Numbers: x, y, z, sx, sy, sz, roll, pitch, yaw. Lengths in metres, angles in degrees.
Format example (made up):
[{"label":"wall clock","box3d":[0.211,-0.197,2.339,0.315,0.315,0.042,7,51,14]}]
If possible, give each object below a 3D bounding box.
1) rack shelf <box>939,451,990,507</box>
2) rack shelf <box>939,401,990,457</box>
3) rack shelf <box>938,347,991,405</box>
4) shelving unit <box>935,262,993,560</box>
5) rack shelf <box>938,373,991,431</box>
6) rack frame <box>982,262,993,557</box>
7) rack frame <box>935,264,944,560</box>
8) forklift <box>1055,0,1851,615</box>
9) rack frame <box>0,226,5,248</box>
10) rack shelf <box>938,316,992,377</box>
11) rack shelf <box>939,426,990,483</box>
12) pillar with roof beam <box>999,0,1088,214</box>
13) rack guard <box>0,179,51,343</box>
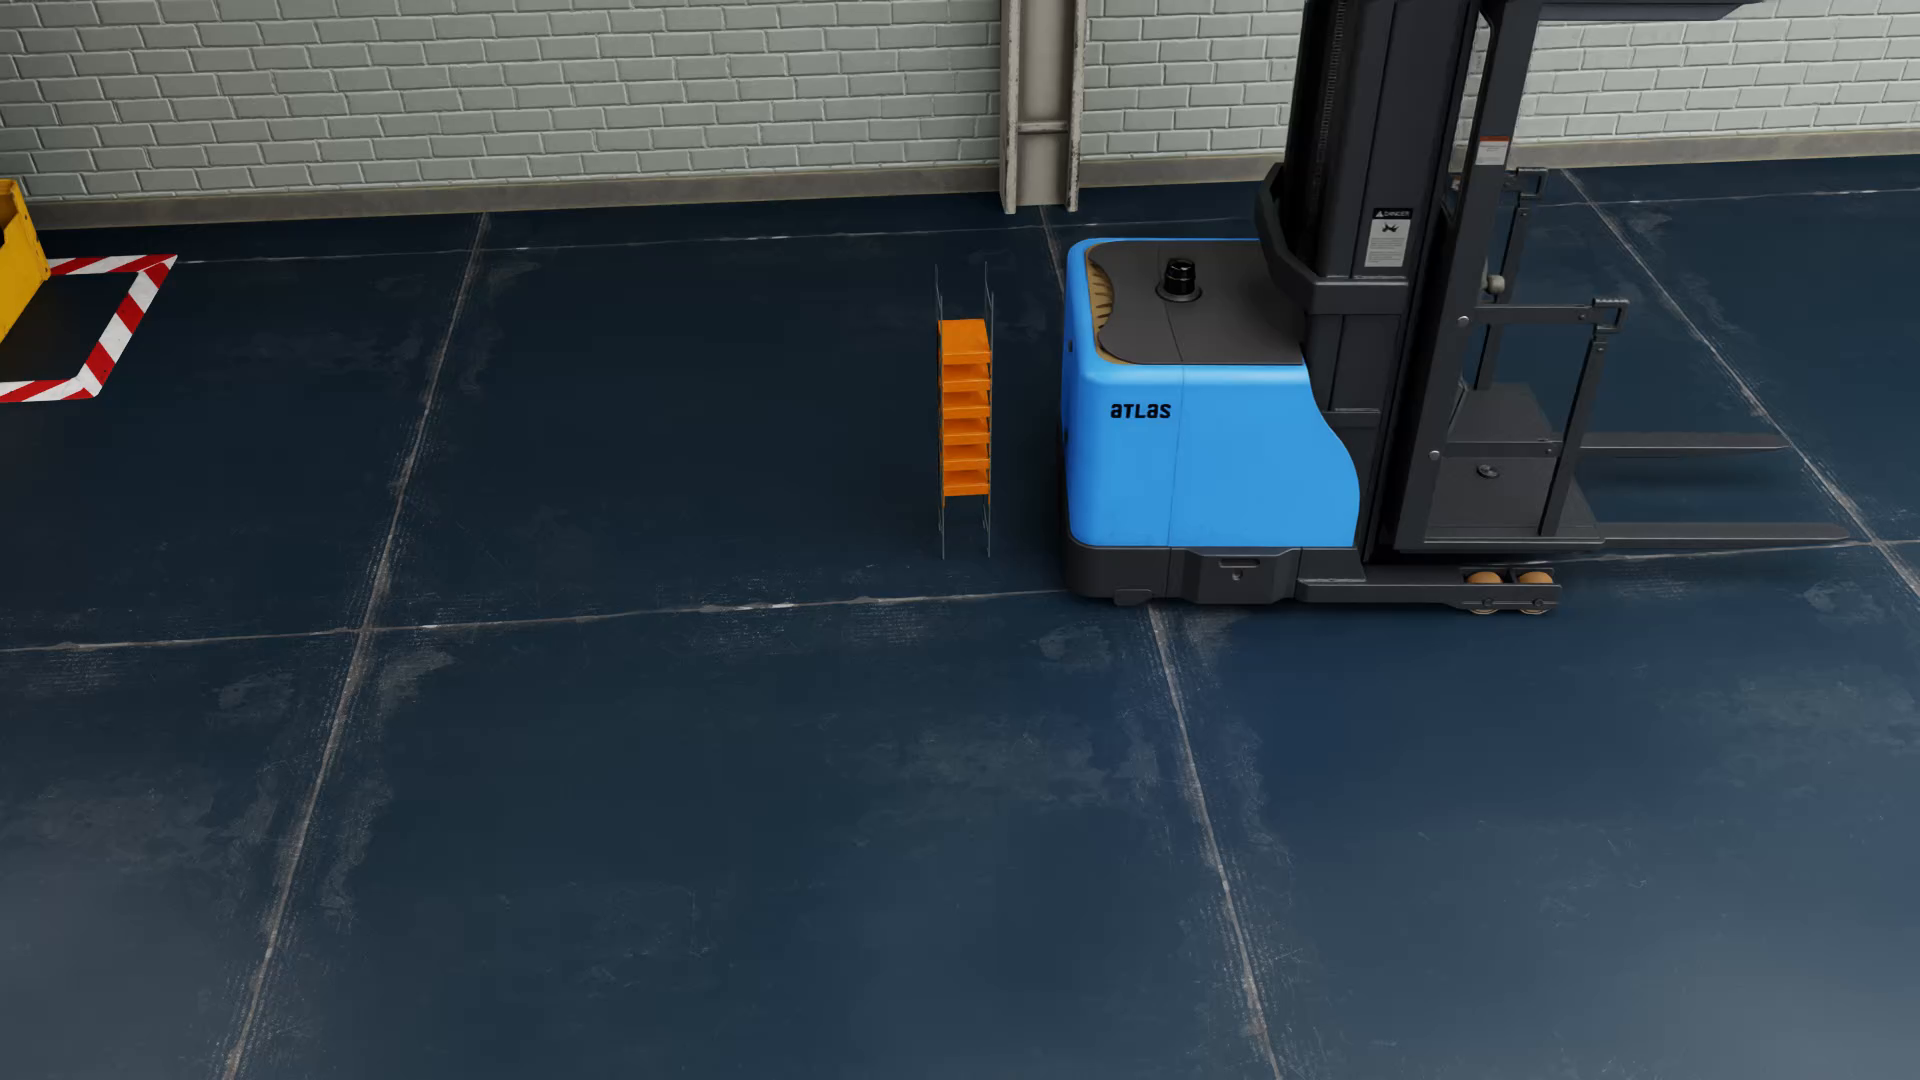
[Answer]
[{"label":"rack shelf","box3d":[0.014,-0.249,6.556,0.180,0.103,0.258,-3,38,-4]},{"label":"rack shelf","box3d":[0.014,-0.437,6.407,0.180,0.103,0.258,-3,38,-4]},{"label":"rack shelf","box3d":[0.014,-0.625,6.258,0.180,0.103,0.258,-3,38,-4]},{"label":"shelving unit","box3d":[0.014,-0.472,6.379,0.189,1.200,0.258,-3,38,-4]},{"label":"rack shelf","box3d":[0.014,-0.531,6.333,0.180,0.103,0.258,-3,38,-4]},{"label":"rack frame","box3d":[0.106,-0.477,6.386,0.006,1.200,0.240,-3,38,-4]},{"label":"rack frame","box3d":[-0.077,-0.467,6.373,0.006,1.200,0.240,-3,38,-4]},{"label":"forklift","box3d":[1.921,-1.197,5.900,3.031,2.935,1.130,0,38,0]},{"label":"rack frame","box3d":[-4.777,-2.197,7.113,0.127,3.000,1.000,-3,38,-4]},{"label":"rack shelf","box3d":[0.014,-0.720,6.184,0.180,0.103,0.258,-3,38,-4]},{"label":"rack shelf","box3d":[0.014,-0.343,6.481,0.180,0.103,0.258,-3,38,-4]},{"label":"pillar with roof beam","box3d":[0.808,-2.743,2.962,0.400,9.000,9.100,-3,38,-4]},{"label":"rack guard","box3d":[-4.753,-1.217,7.889,0.348,0.500,1.175,-3,38,-4]}]
